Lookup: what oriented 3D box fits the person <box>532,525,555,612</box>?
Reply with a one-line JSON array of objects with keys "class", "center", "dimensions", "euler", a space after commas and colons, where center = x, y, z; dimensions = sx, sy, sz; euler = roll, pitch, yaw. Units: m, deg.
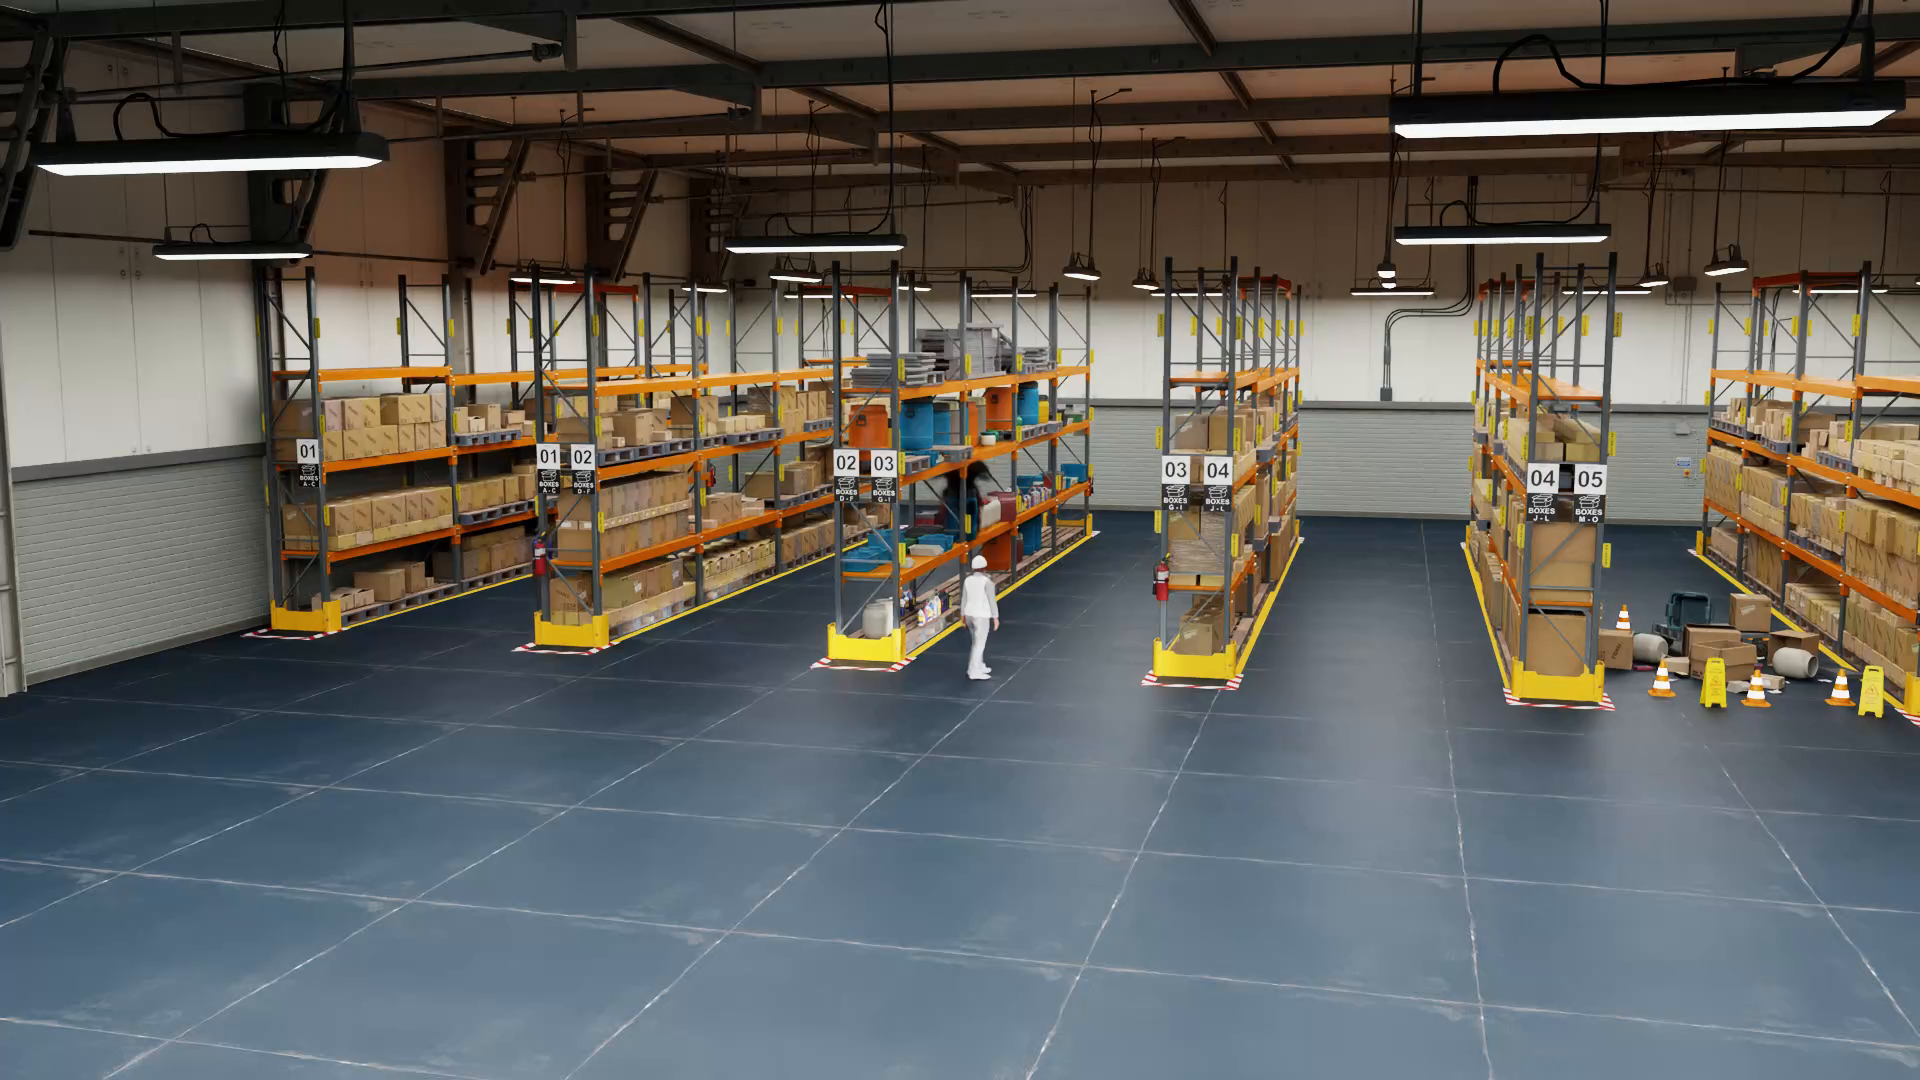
[{"class": "person", "center": [-7.249, 0.525, 29.014], "dimensions": [0.394, 1.654, 0.507], "euler": [6, 10, 40]}]

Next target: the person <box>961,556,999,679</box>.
[{"class": "person", "center": [0.348, 1.098, 23.895], "dimensions": [0.573, 1.767, 0.575], "euler": [-5, 9, -34]}]
